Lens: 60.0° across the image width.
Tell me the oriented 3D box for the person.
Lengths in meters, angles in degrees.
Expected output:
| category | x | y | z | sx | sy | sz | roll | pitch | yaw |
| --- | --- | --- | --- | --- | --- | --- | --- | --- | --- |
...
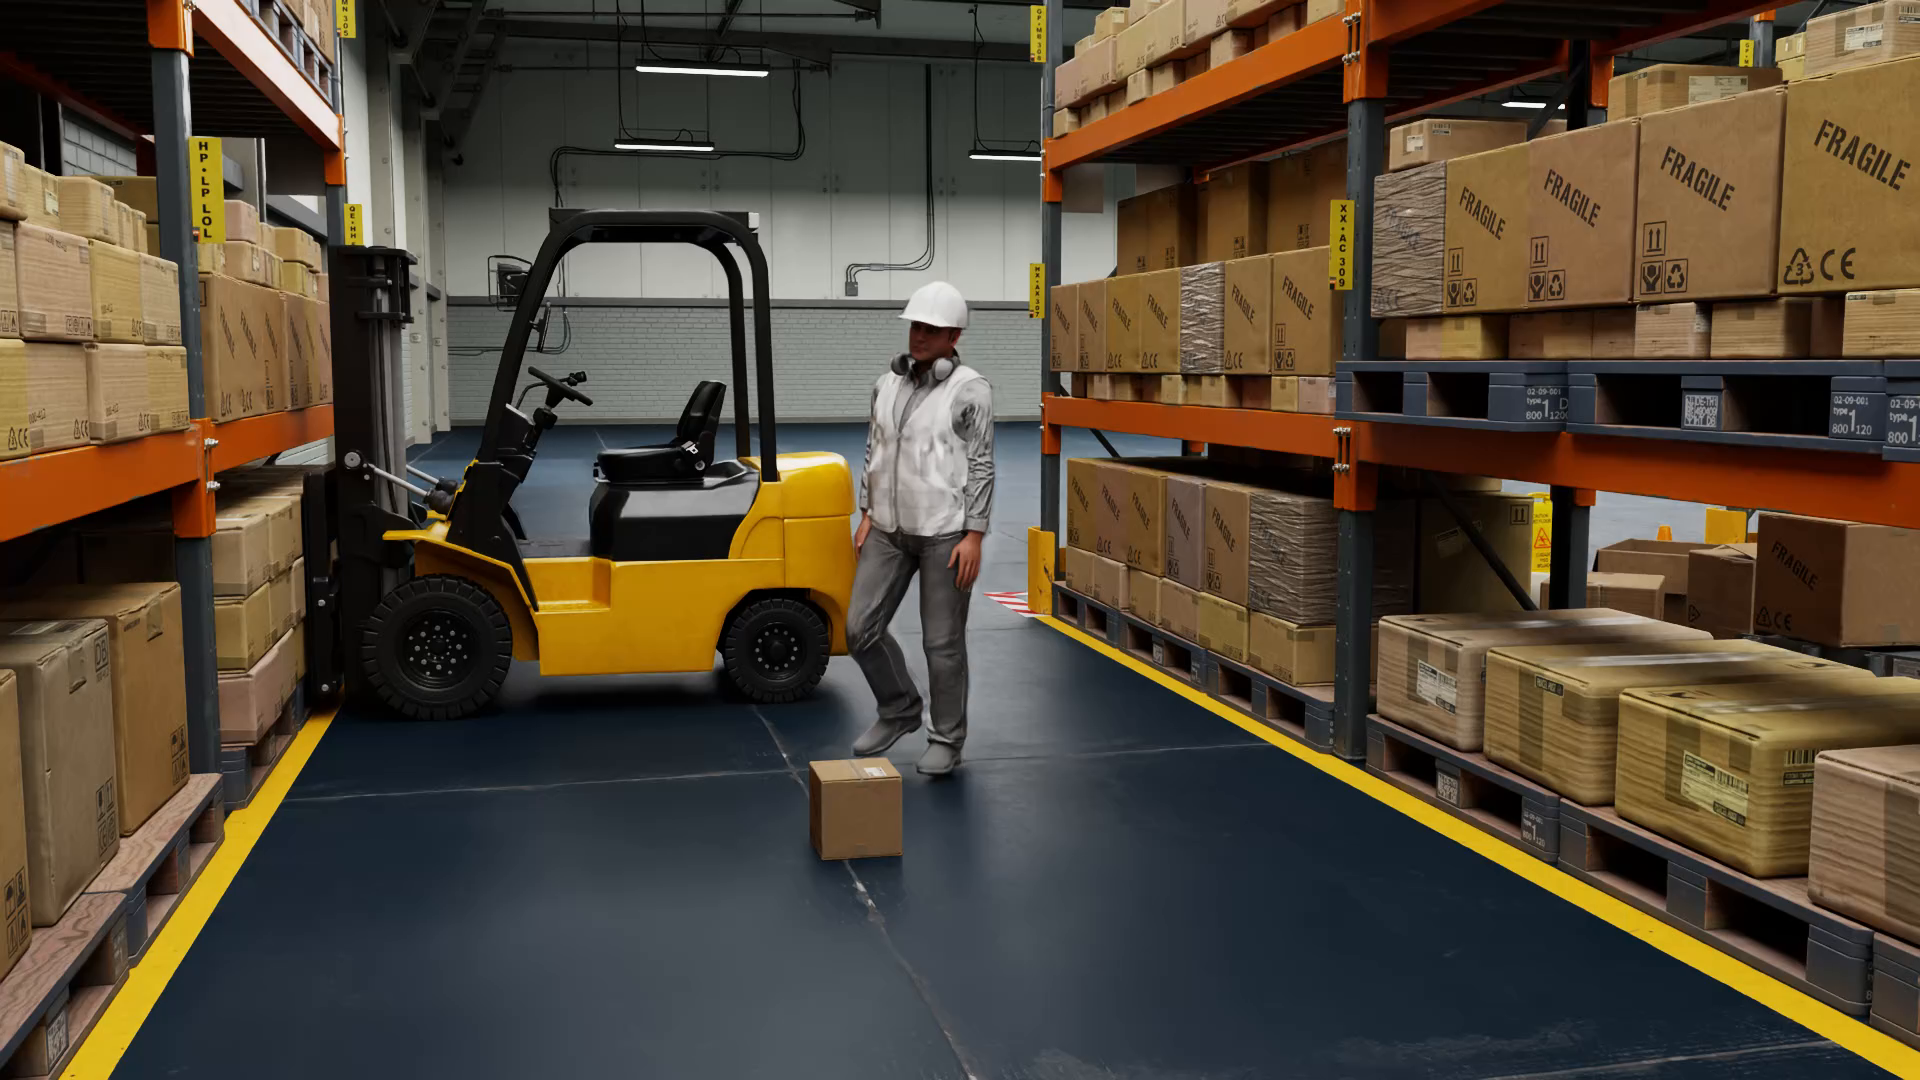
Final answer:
| category | x | y | z | sx | sy | sz | roll | pitch | yaw |
| --- | --- | --- | --- | --- | --- | --- | --- | --- | --- |
| person | -0.141 | -0.040 | 6.026 | 0.620 | 1.766 | 0.412 | 4 | 7 | 33 |
